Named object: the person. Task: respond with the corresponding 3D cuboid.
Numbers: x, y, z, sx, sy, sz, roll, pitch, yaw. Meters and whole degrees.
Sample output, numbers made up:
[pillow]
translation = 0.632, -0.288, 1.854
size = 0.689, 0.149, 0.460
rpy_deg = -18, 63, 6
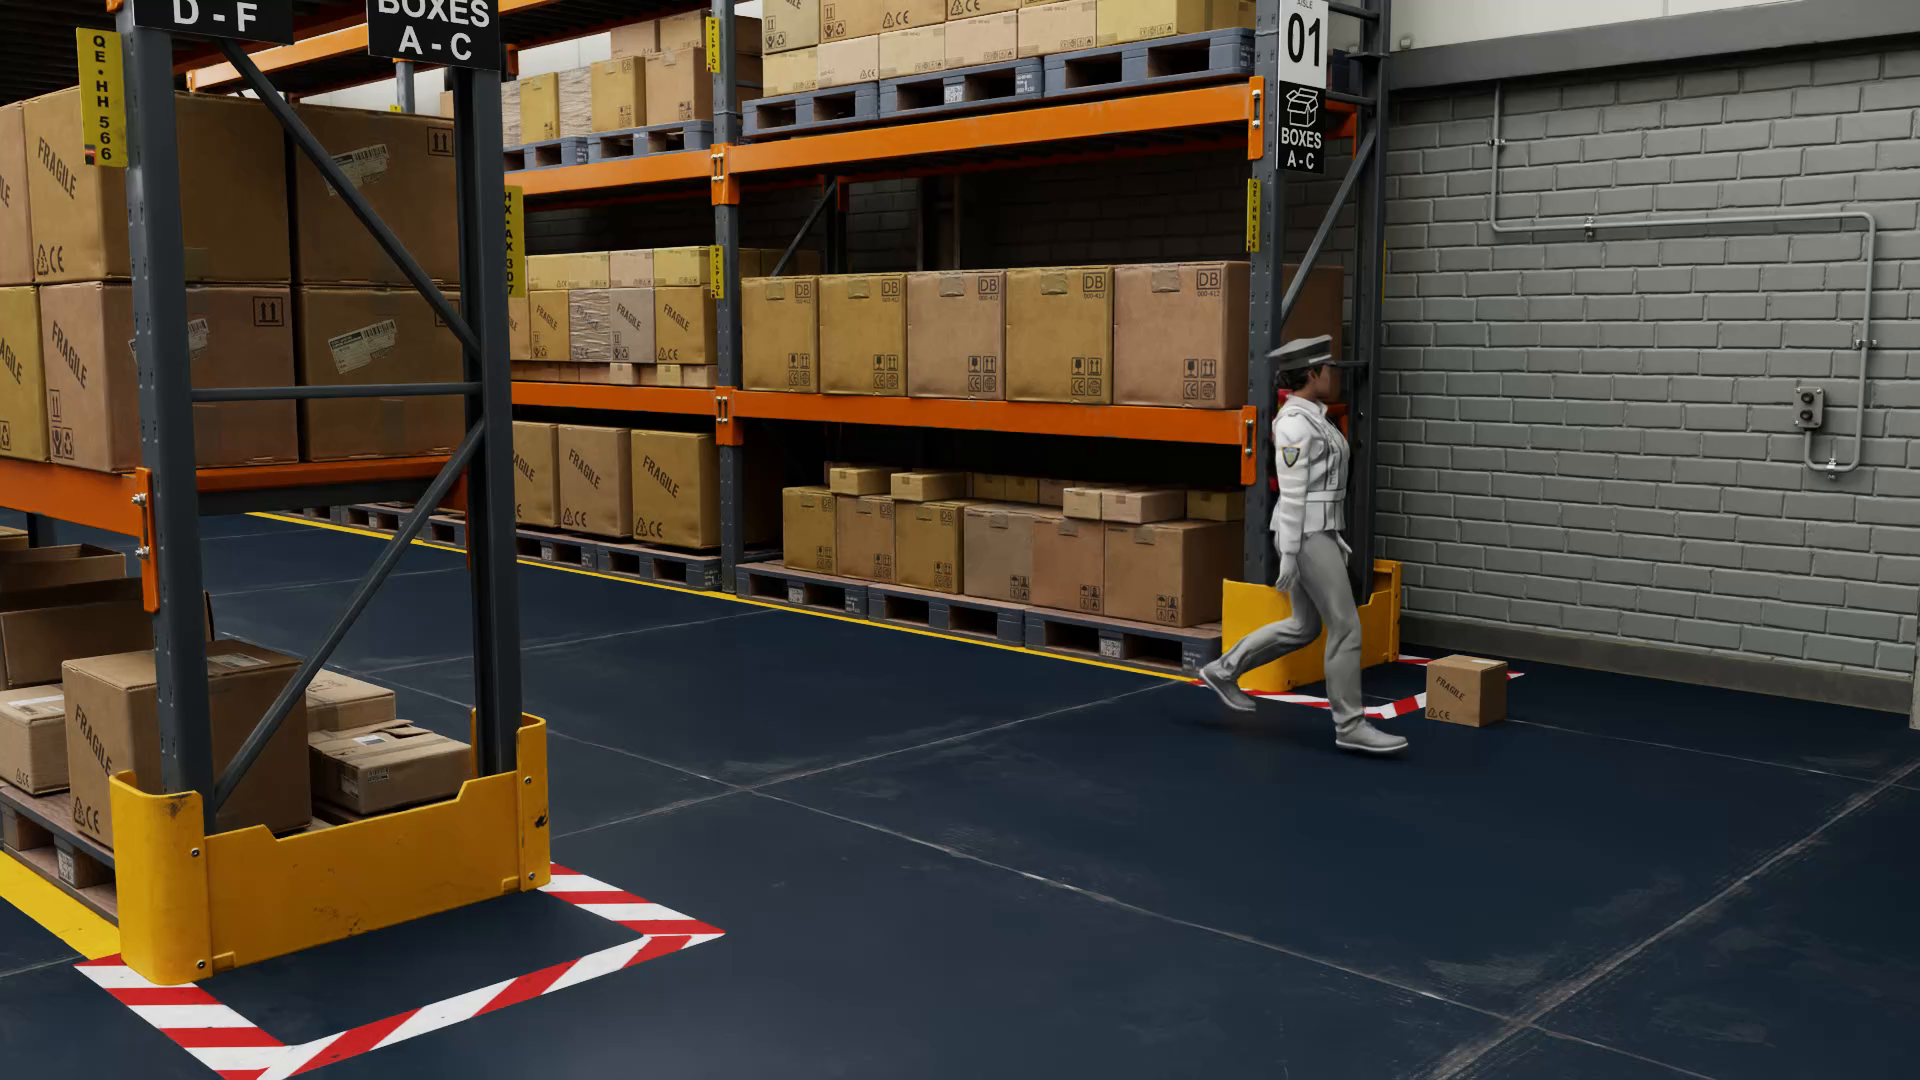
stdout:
[person]
translation = 1.409, -0.014, 6.758
size = 0.895, 1.637, 0.510
rpy_deg = 3, 8, 21
